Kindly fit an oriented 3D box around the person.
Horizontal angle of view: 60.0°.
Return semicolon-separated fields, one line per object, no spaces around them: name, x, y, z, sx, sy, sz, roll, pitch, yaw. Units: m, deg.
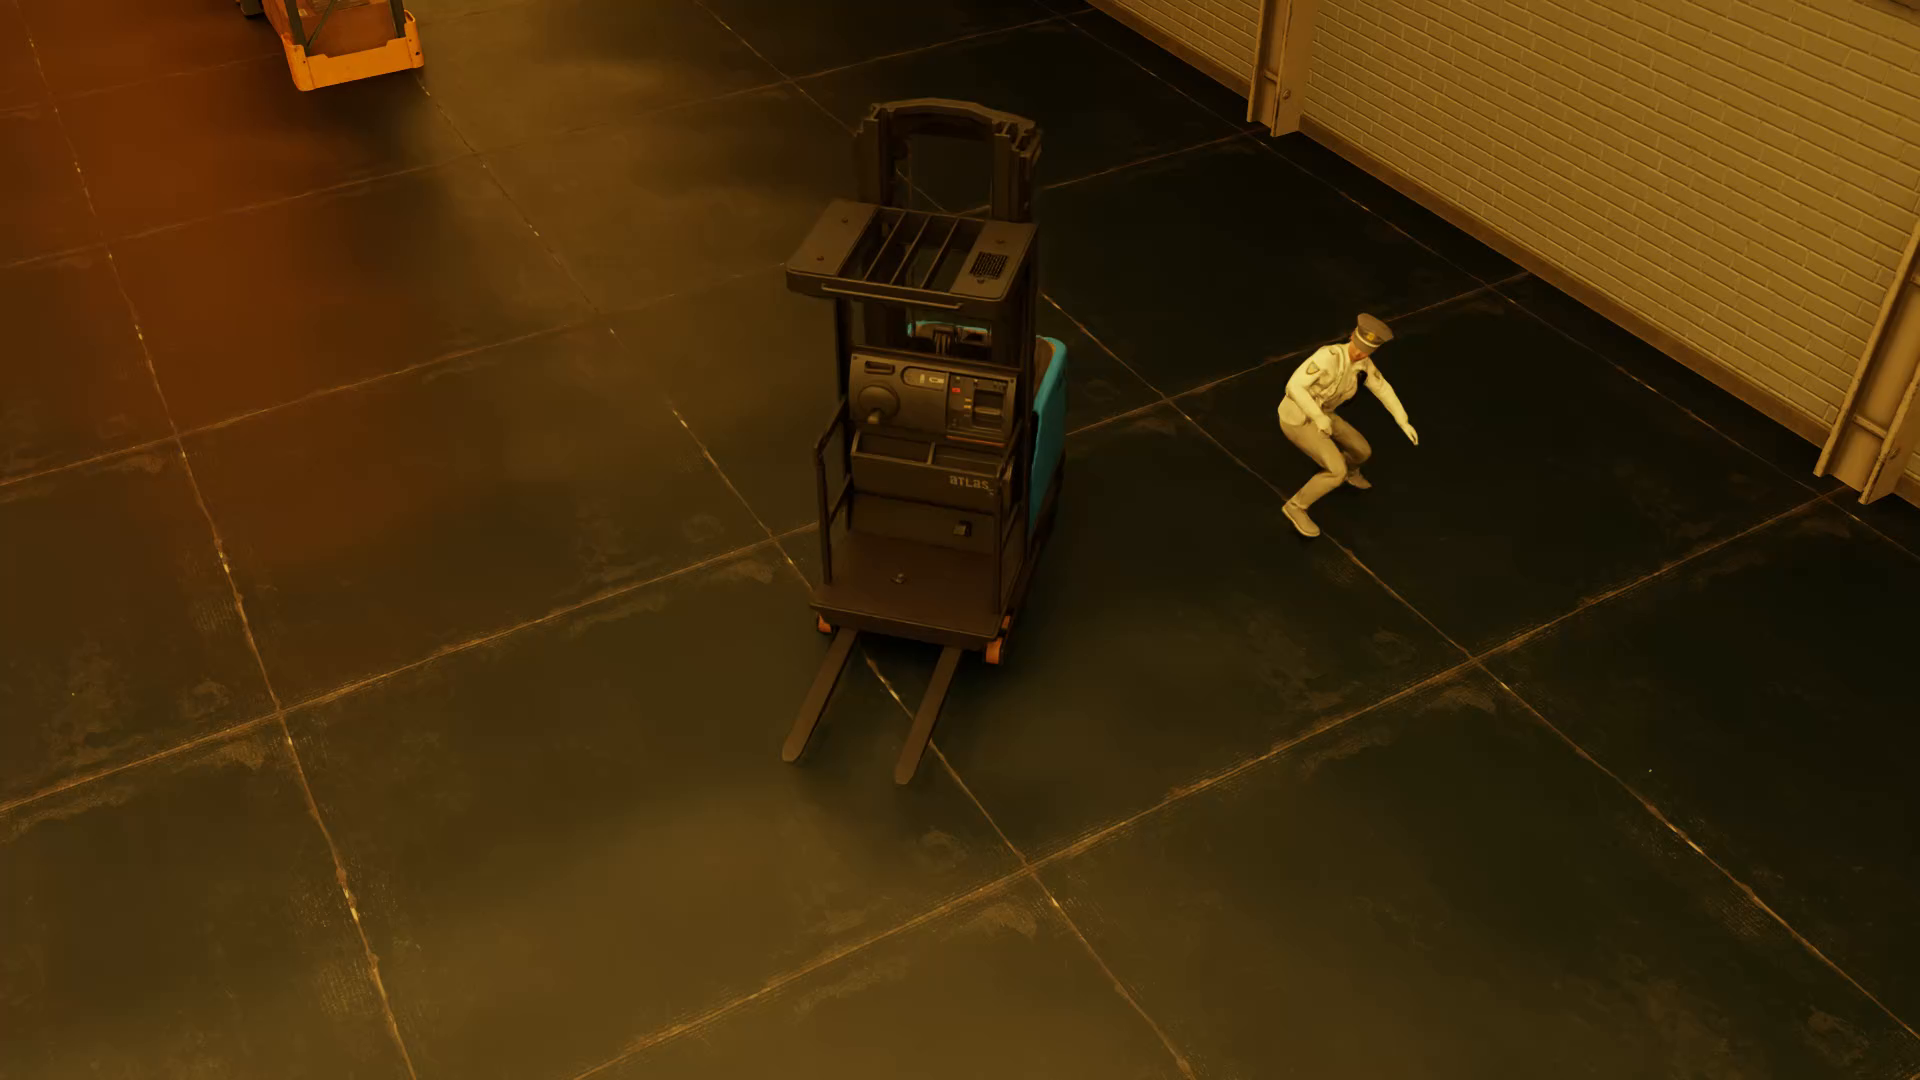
person;2.346;-0.725;10.136;0.850;1.465;0.716;-32;49;-33

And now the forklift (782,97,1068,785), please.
forklift;-0.206;-0.696;8.875;1.130;2.935;3.031;10;41;11
